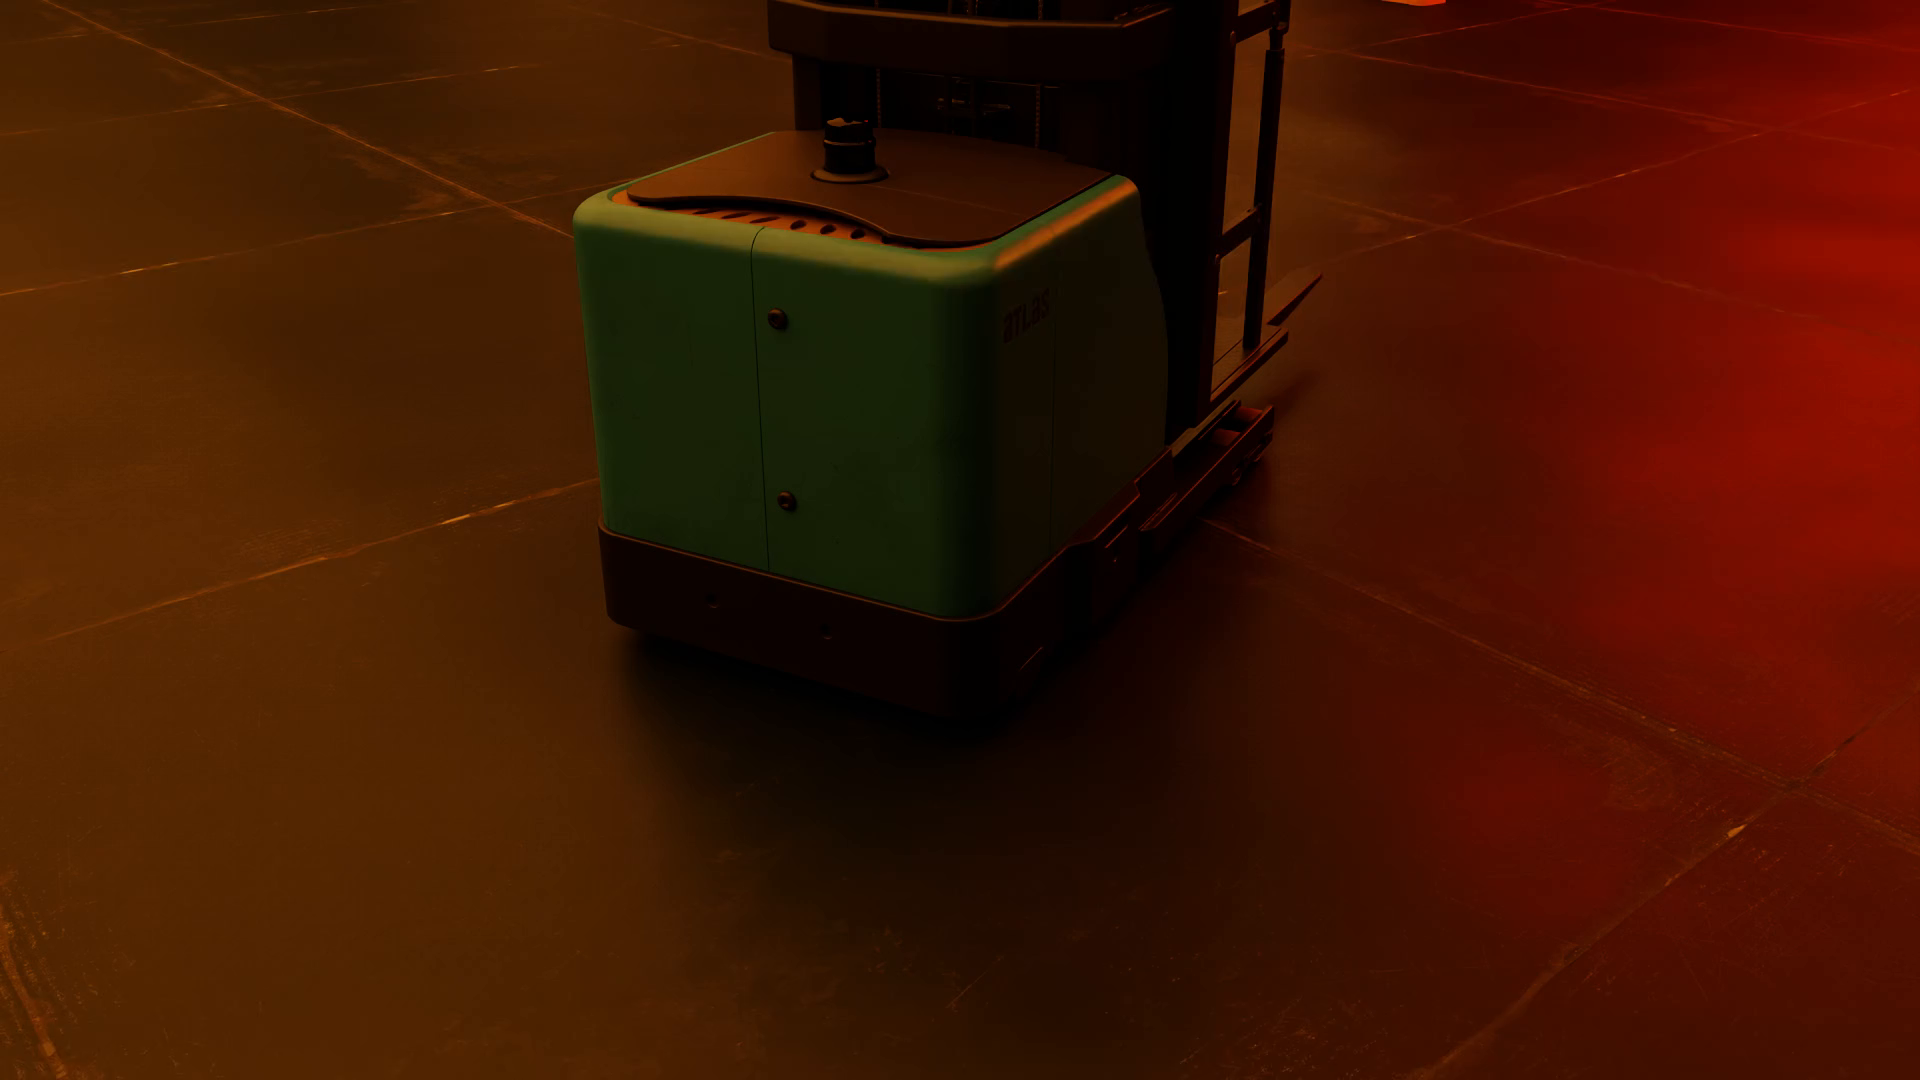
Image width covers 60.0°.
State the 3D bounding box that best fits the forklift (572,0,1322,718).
[{"bbox_3d":[0.285,-1.552,4.331,1.130,2.935,3.031,13,29,25],"label":"forklift"}]
